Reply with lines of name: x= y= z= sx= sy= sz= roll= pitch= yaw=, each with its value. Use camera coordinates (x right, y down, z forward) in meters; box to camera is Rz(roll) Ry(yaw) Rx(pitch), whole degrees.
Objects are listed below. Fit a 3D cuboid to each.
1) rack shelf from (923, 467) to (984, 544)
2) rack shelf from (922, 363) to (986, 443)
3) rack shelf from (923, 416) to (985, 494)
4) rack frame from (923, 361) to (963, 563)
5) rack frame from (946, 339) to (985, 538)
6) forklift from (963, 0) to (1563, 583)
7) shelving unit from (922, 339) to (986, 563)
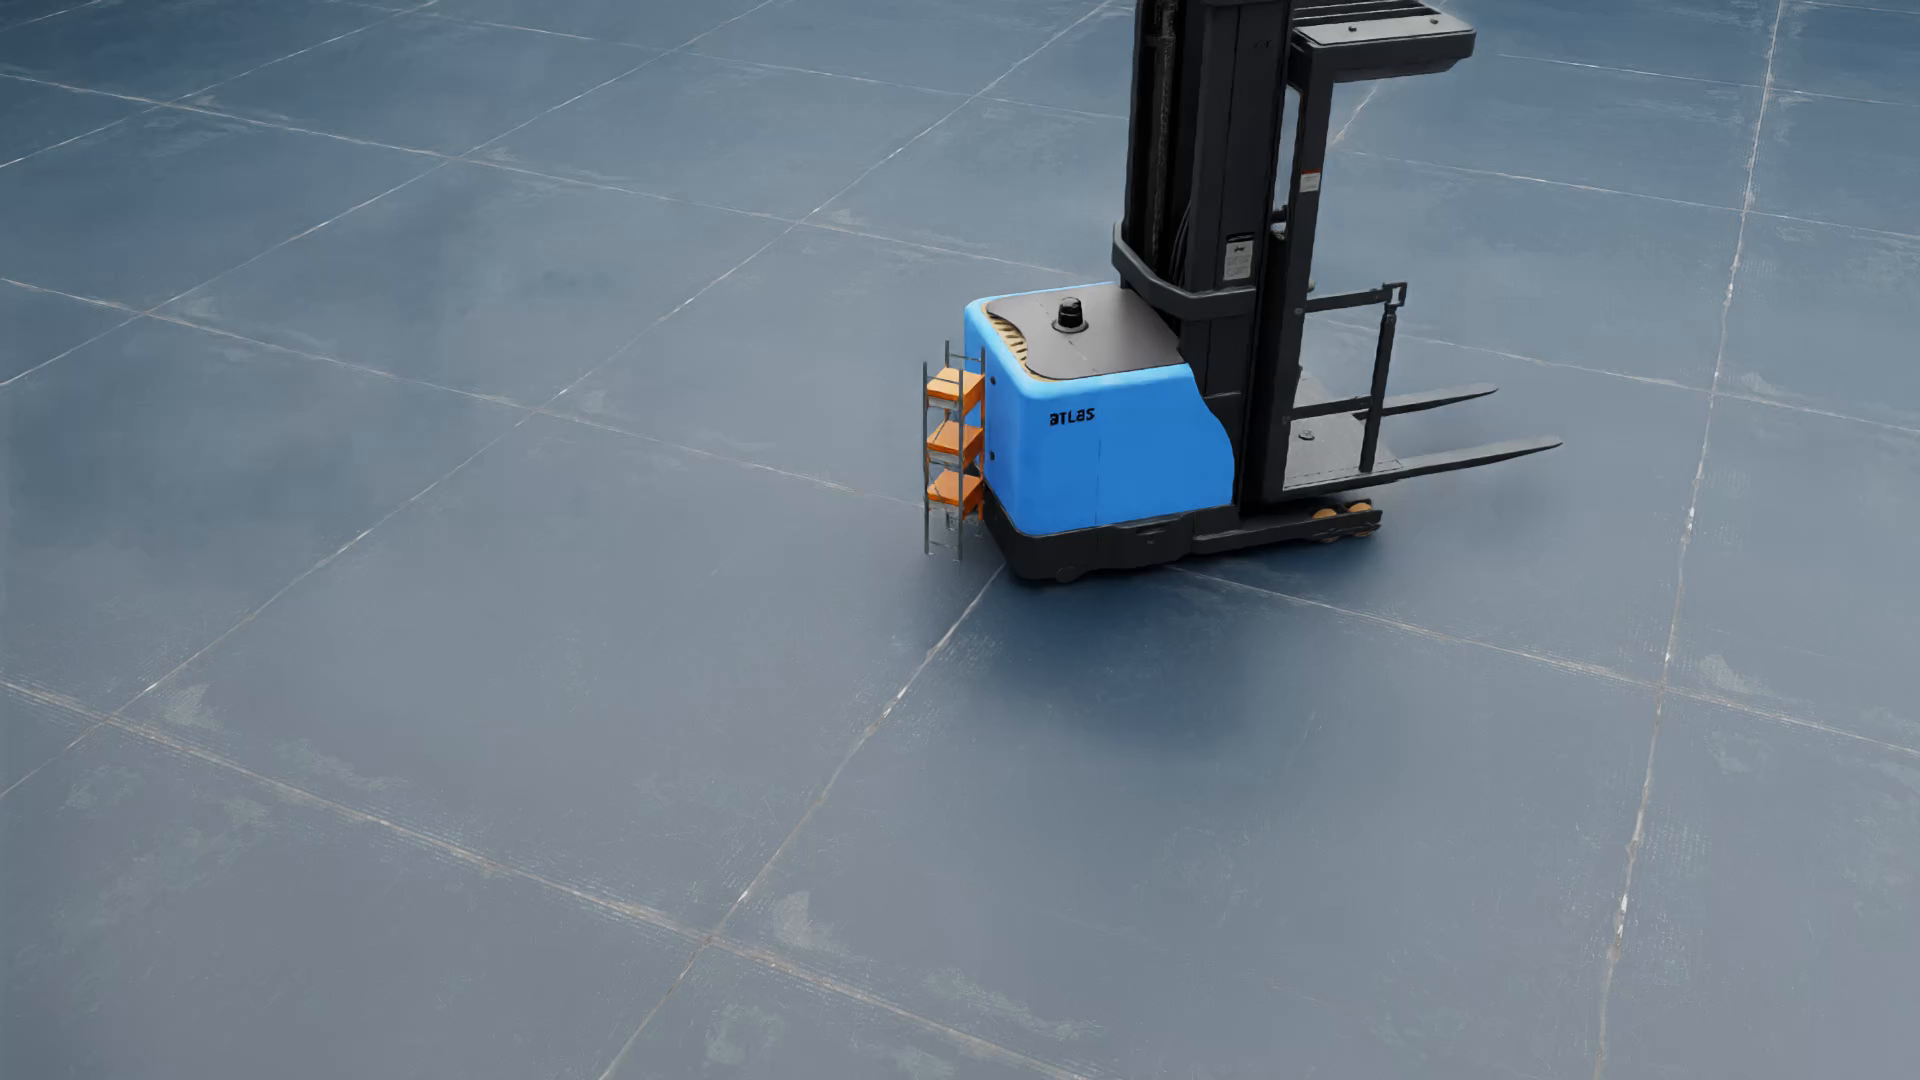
rack shelf: x=-0.030 y=-0.171 z=8.078 sx=0.215 sy=0.259 sz=0.240 roll=14 pitch=36 yaw=20
rack shelf: x=-0.027 y=-0.641 z=7.770 sx=0.215 sy=0.259 sz=0.240 roll=14 pitch=36 yaw=20
rack shelf: x=-0.028 y=-0.403 z=7.925 sx=0.215 sy=0.259 sz=0.240 roll=14 pitch=36 yaw=20
rack frame: x=-0.079 y=-0.351 z=7.827 sx=0.200 sy=1.050 sz=0.008 roll=14 pitch=36 yaw=20
rack frame: x=0.023 y=-0.473 z=8.012 sx=0.200 sy=1.050 sz=0.008 roll=14 pitch=36 yaw=20
forklift: x=1.581 y=-1.479 z=7.833 sx=3.031 sy=2.935 sz=1.130 roll=-9 pitch=34 yaw=-14
shelving unit: x=-0.028 y=-0.412 z=7.920 sx=0.215 sy=1.050 sz=0.252 roll=14 pitch=36 yaw=20
